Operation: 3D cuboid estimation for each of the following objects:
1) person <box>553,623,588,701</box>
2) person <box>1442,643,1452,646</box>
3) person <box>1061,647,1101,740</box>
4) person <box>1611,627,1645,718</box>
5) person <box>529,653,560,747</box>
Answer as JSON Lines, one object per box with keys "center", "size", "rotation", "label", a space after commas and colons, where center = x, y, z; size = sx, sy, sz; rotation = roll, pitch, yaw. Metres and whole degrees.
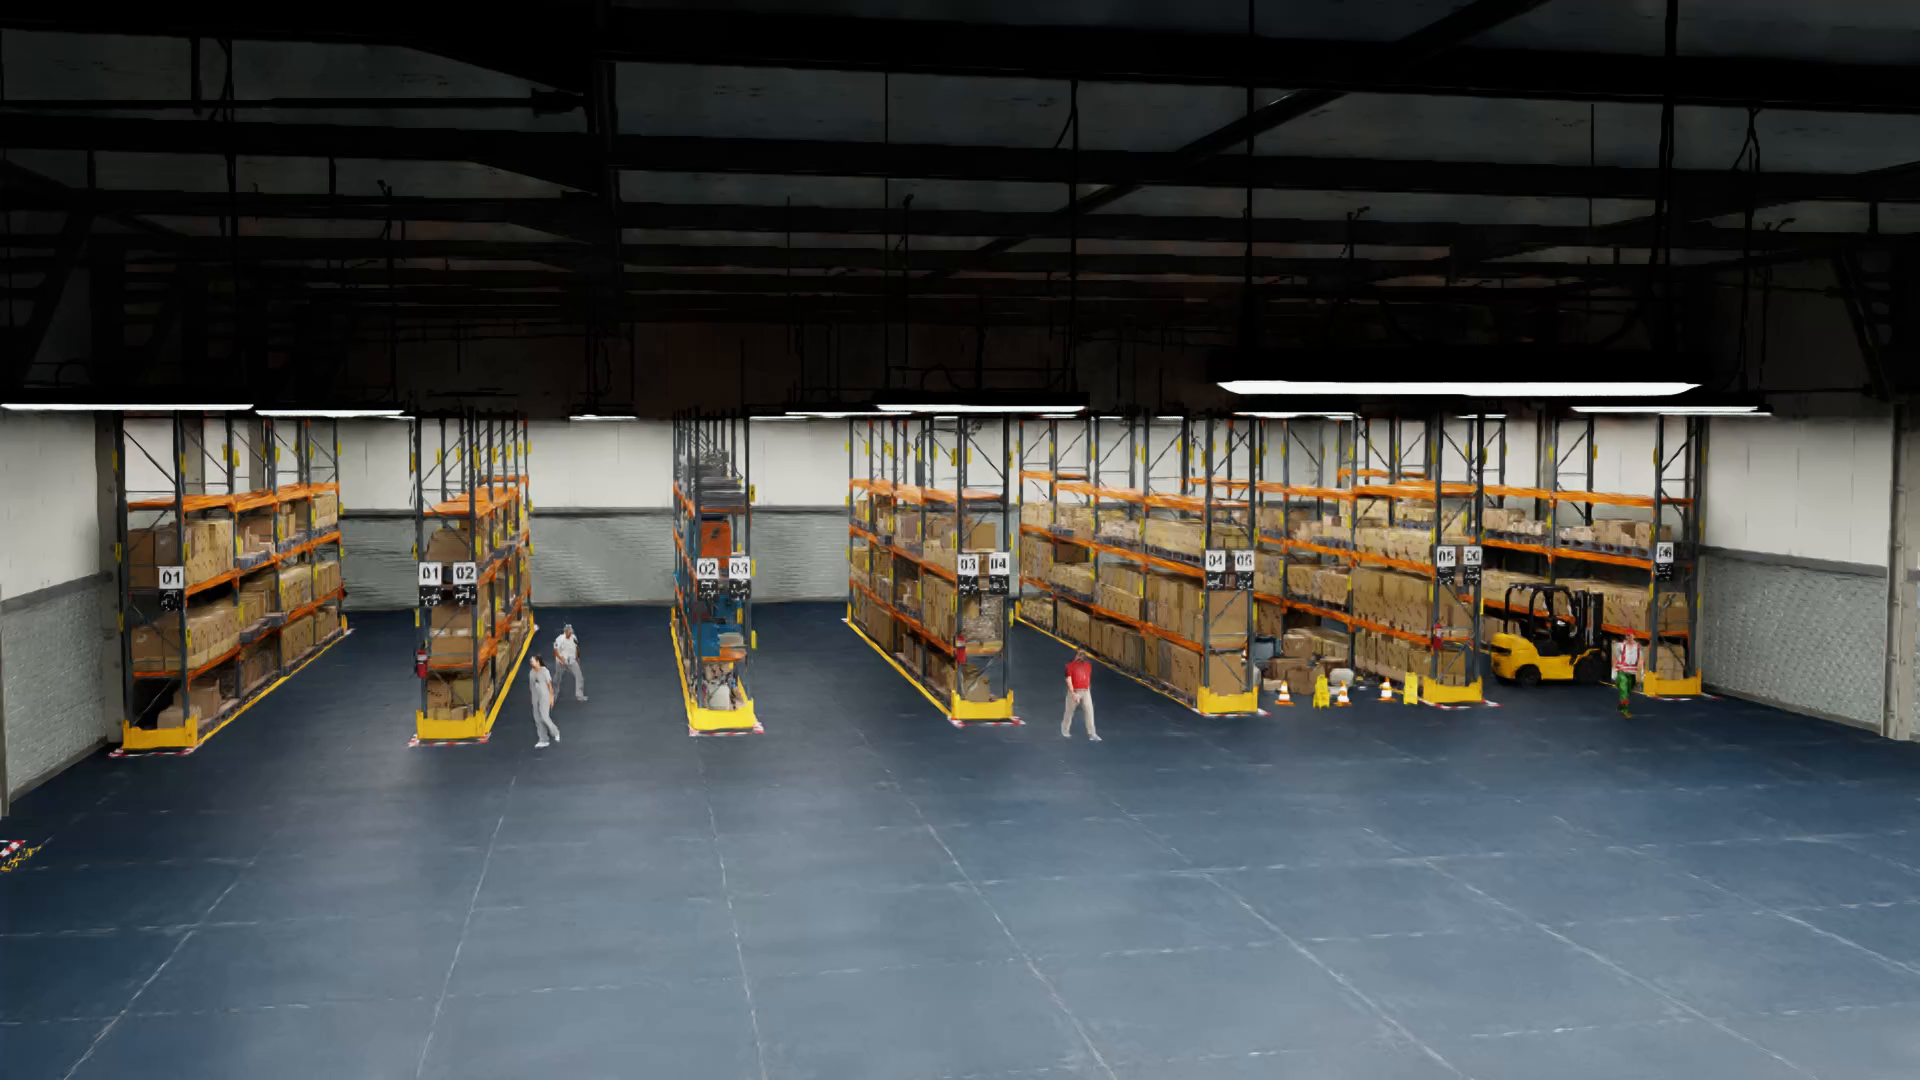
{"center": [-8.064, 2.489, 34.155], "size": [0.647, 1.591, 0.821], "rotation": [-2, 5, -29], "label": "person"}
{"center": [11.020, 2.220, 37.821], "size": [0.417, 1.603, 0.506], "rotation": [-3, 5, -39], "label": "person"}
{"center": [2.134, 2.752, 29.881], "size": [0.536, 1.659, 1.036], "rotation": [-1, 4, -19], "label": "person"}
{"center": [12.987, 2.553, 32.269], "size": [0.533, 1.728, 1.036], "rotation": [0, 4, -3], "label": "person"}
{"center": [-7.335, 2.809, 29.340], "size": [0.519, 1.664, 0.513], "rotation": [2, 5, 26], "label": "person"}
